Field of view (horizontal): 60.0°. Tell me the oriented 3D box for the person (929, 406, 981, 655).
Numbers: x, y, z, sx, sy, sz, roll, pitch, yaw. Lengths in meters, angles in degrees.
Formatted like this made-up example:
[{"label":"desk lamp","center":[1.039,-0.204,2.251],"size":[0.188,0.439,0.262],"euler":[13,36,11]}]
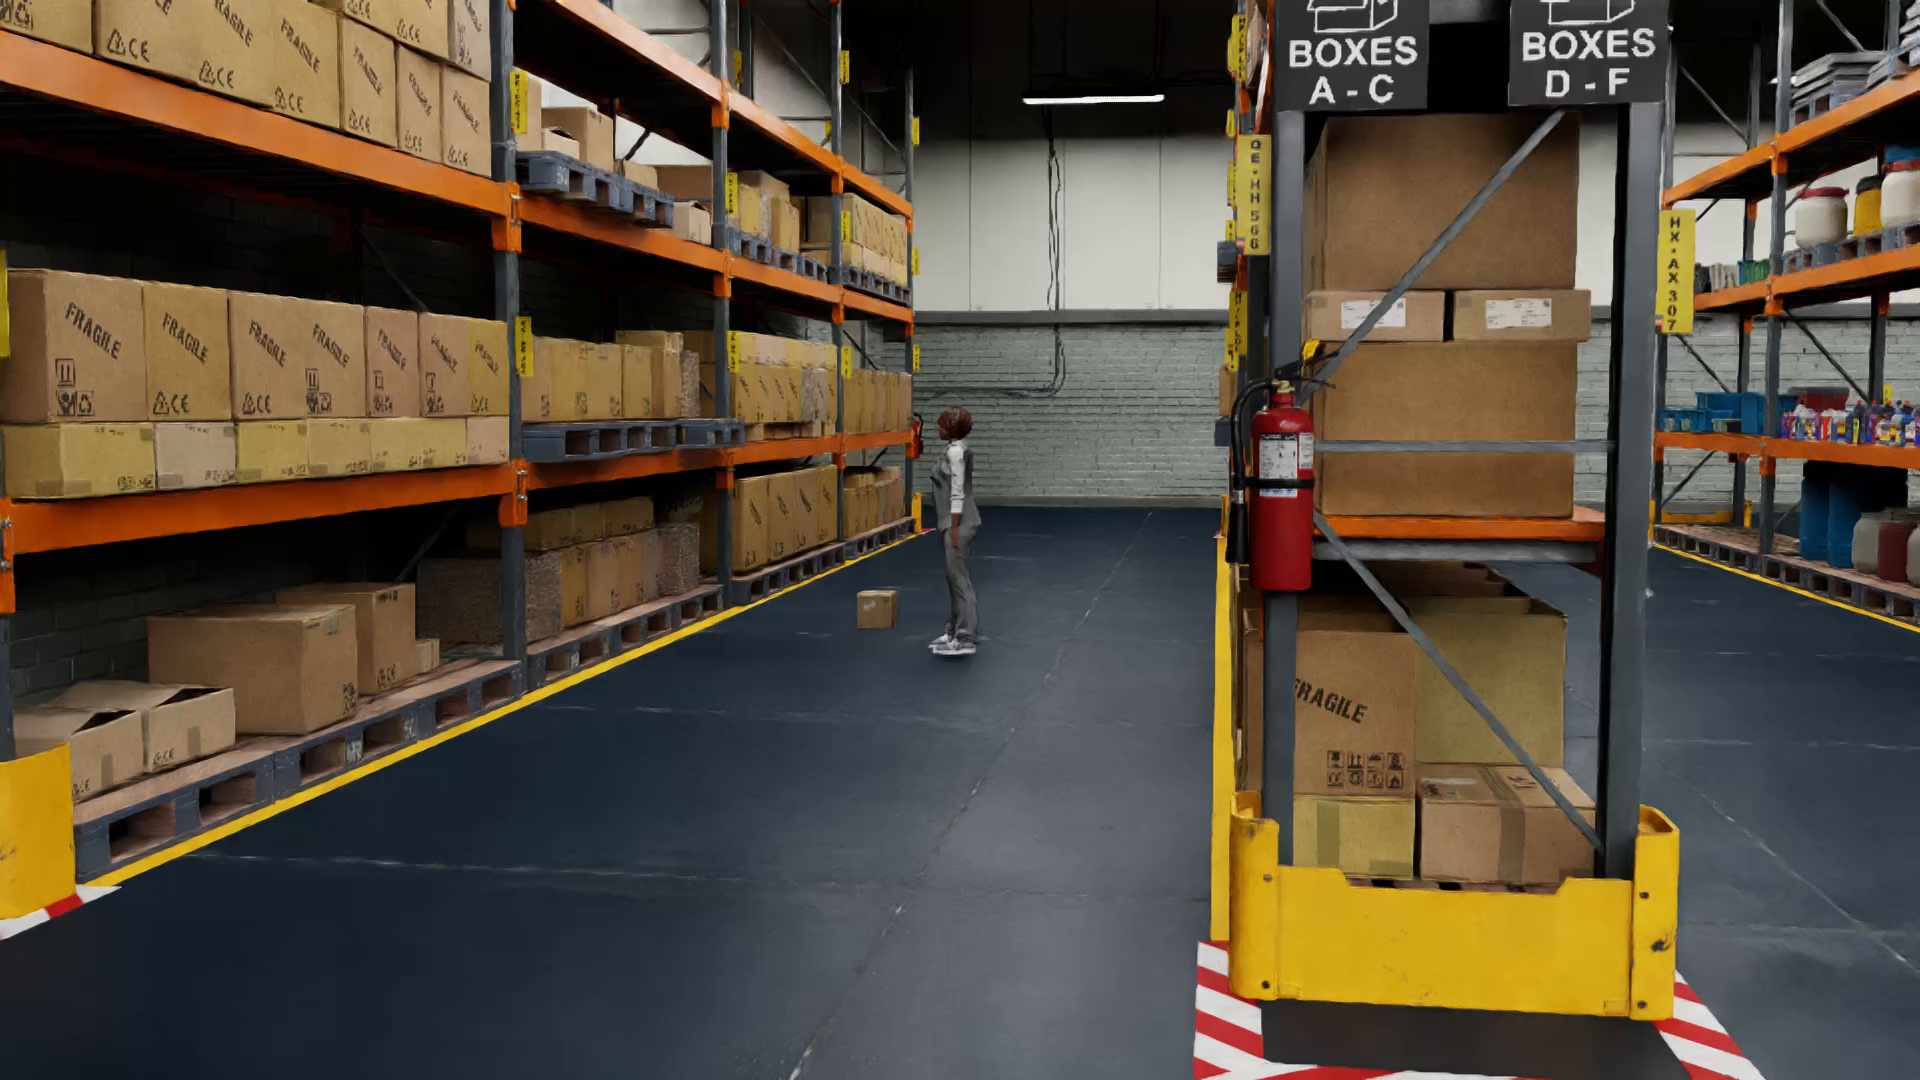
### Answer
[{"label":"person","center":[-0.035,-0.022,10.805],"size":[0.347,1.501,0.429],"euler":[0,5,5]}]
